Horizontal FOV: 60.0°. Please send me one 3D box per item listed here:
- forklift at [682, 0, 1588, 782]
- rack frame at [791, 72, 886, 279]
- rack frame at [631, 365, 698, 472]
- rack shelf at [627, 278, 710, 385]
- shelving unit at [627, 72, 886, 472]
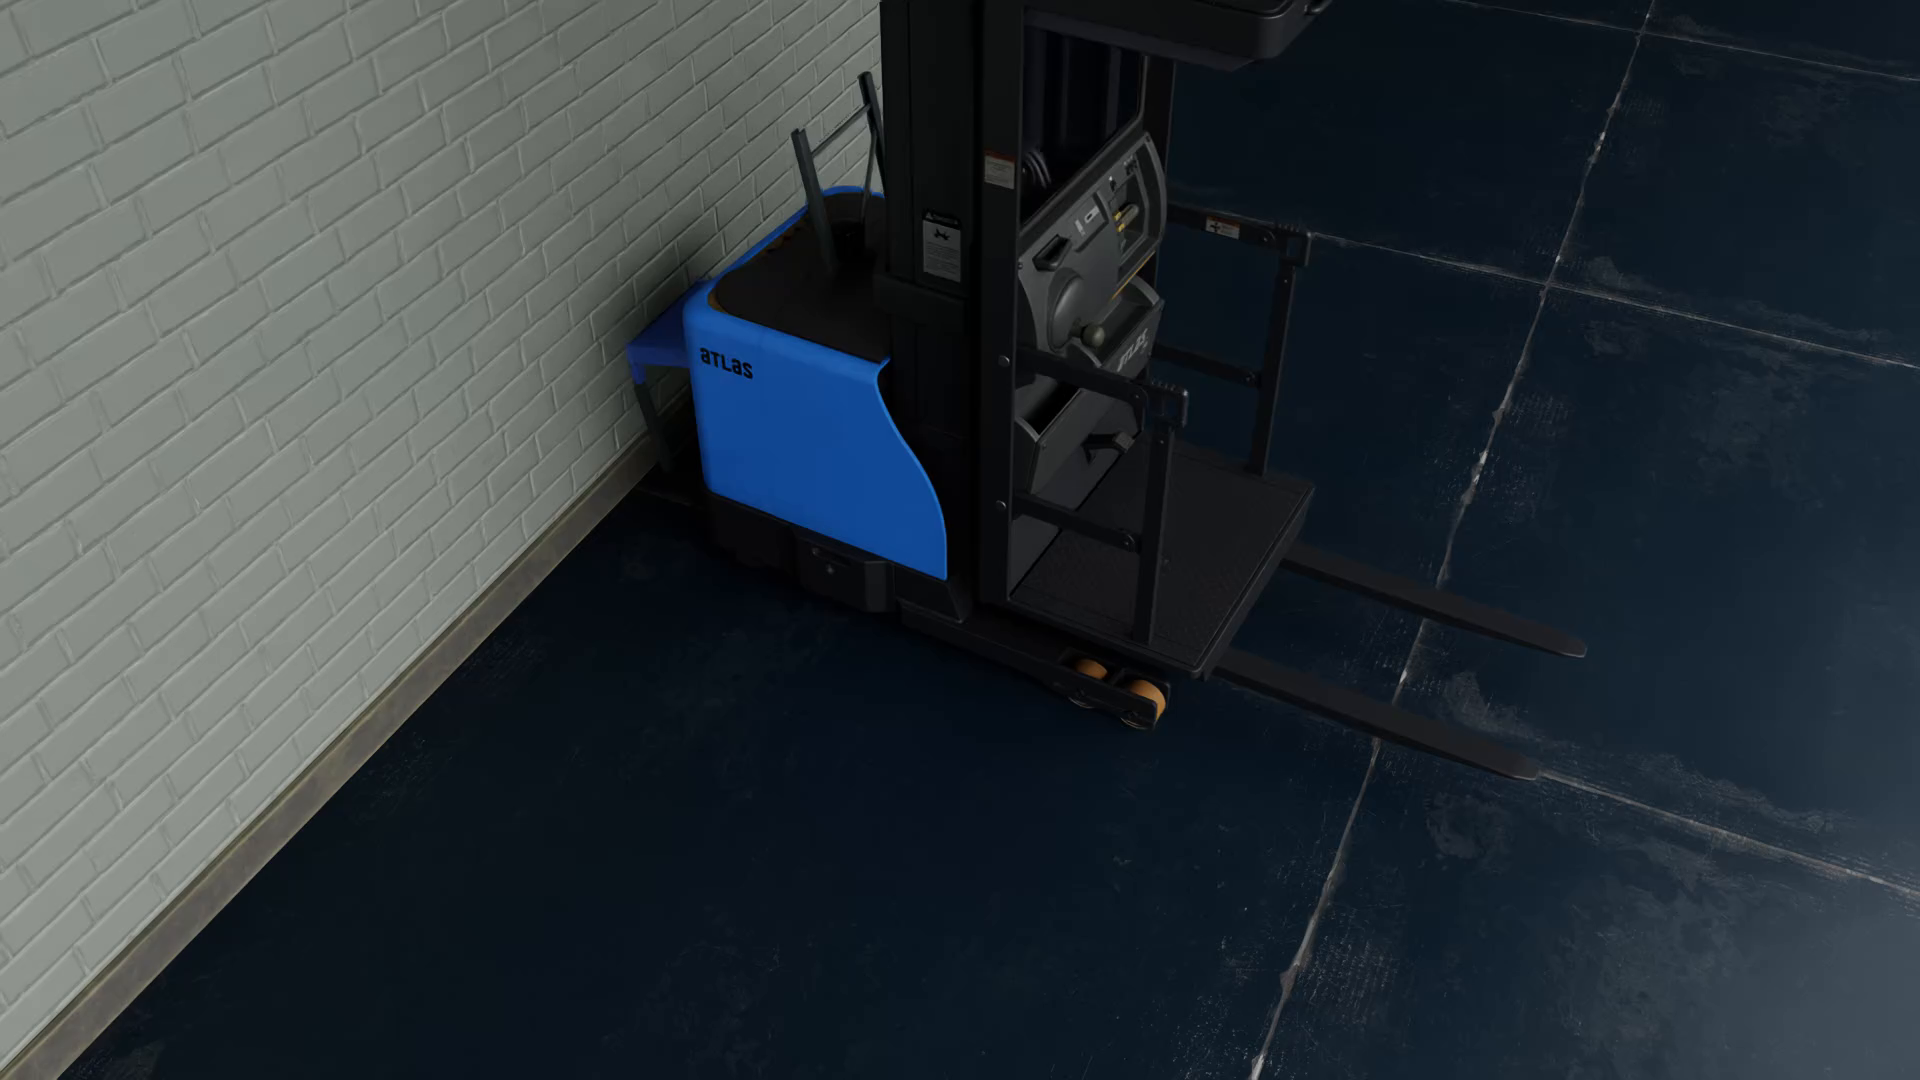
[{"bbox_3d":[0.595,-0.881,5.029,3.031,2.935,1.130,20,45,22],"label":"forklift"},{"bbox_3d":[-0.281,-0.839,5.884,0.032,1.500,0.500,8,40,27],"label":"rack frame"},{"bbox_3d":[-1.180,-0.960,6.343,0.032,1.500,0.500,8,40,27],"label":"rack frame"},{"bbox_3d":[-0.697,-0.756,6.217,1.000,0.185,0.538,8,40,27],"label":"rack shelf"},{"bbox_3d":[-0.730,-0.899,6.113,1.048,1.500,0.538,8,40,27],"label":"shelving unit"}]
